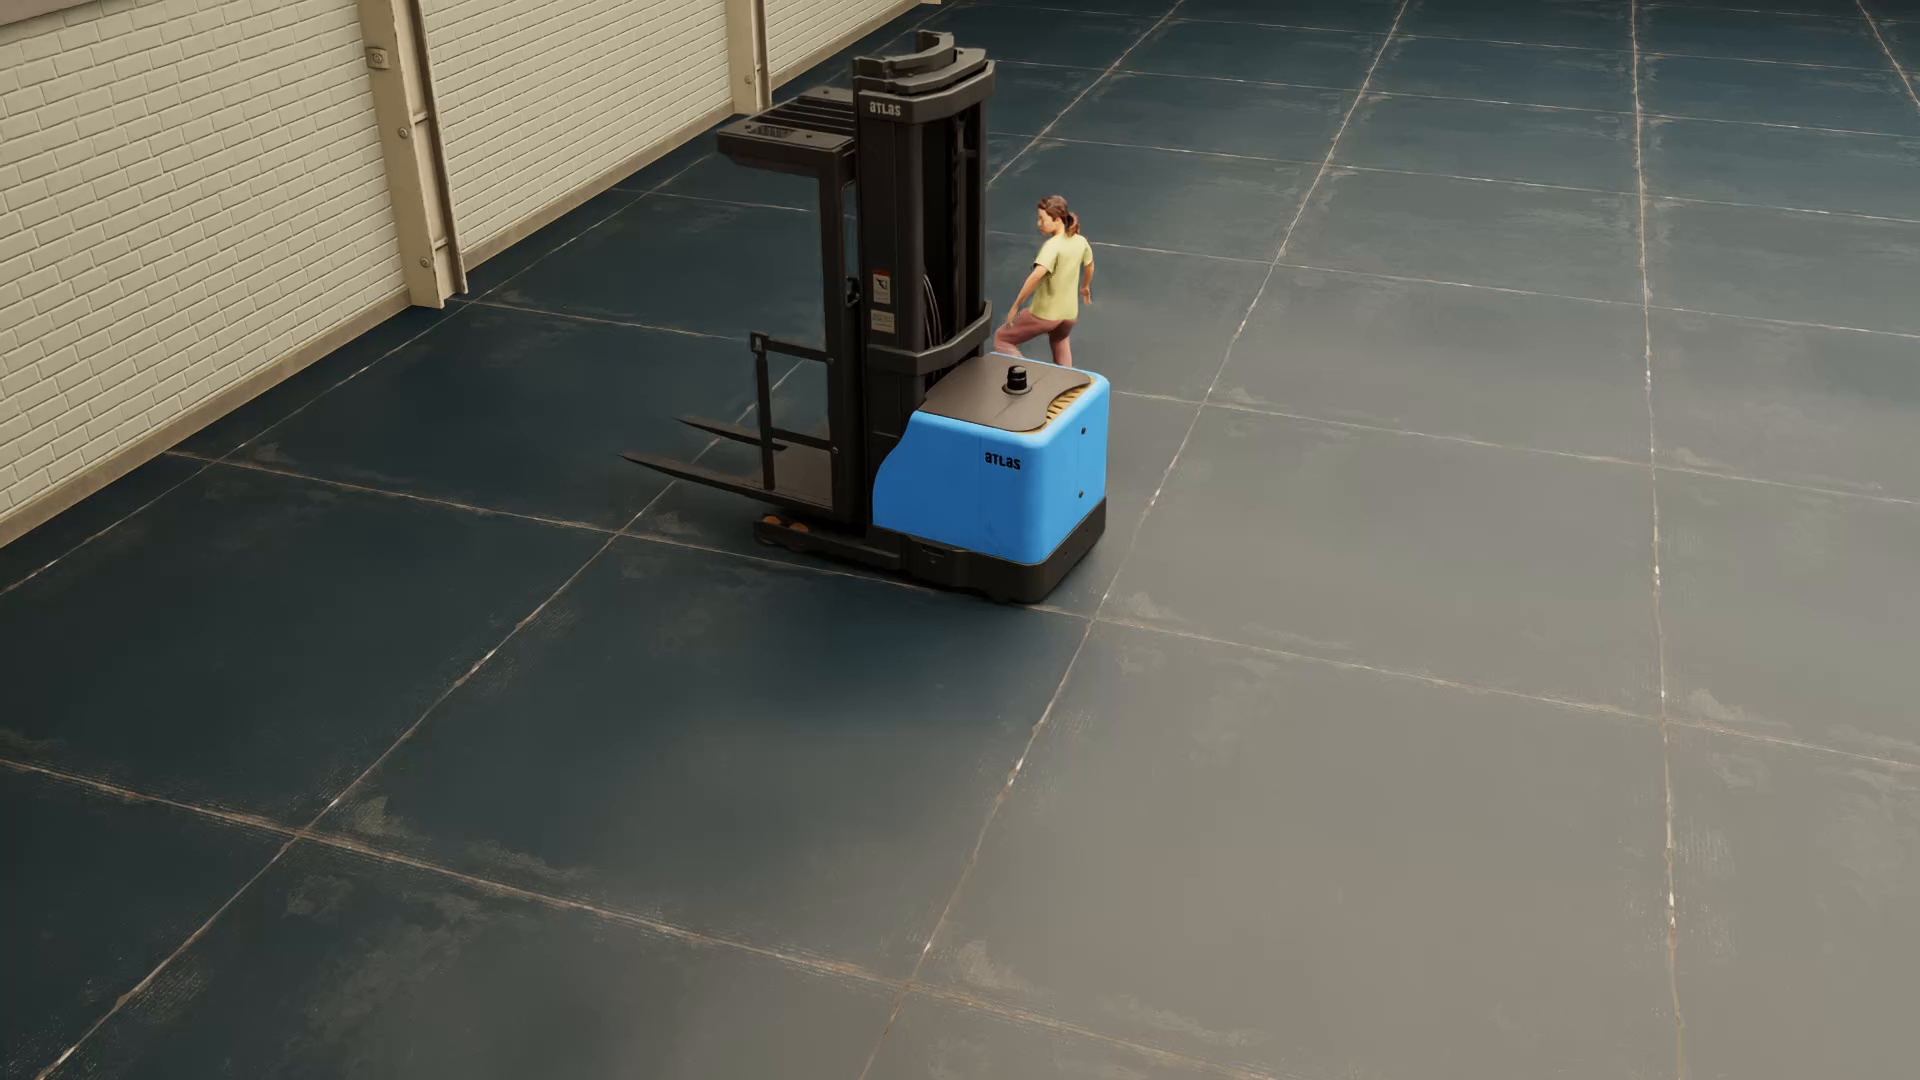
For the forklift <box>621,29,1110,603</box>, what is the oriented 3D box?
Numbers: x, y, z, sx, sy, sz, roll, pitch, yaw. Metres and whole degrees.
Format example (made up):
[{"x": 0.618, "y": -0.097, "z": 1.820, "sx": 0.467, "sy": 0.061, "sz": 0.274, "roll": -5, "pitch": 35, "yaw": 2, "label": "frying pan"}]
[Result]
[{"x": -0.669, "y": -1.421, "z": 9.629, "sx": 3.031, "sy": 2.935, "sz": 1.130, "roll": 14, "pitch": 33, "yaw": 24, "label": "forklift"}]

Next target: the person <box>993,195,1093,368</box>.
[{"x": 0.610, "y": -1.596, "z": 11.370, "sx": 0.890, "sy": 1.561, "sz": 0.496, "roll": -19, "pitch": 35, "yaw": -30, "label": "person"}]
